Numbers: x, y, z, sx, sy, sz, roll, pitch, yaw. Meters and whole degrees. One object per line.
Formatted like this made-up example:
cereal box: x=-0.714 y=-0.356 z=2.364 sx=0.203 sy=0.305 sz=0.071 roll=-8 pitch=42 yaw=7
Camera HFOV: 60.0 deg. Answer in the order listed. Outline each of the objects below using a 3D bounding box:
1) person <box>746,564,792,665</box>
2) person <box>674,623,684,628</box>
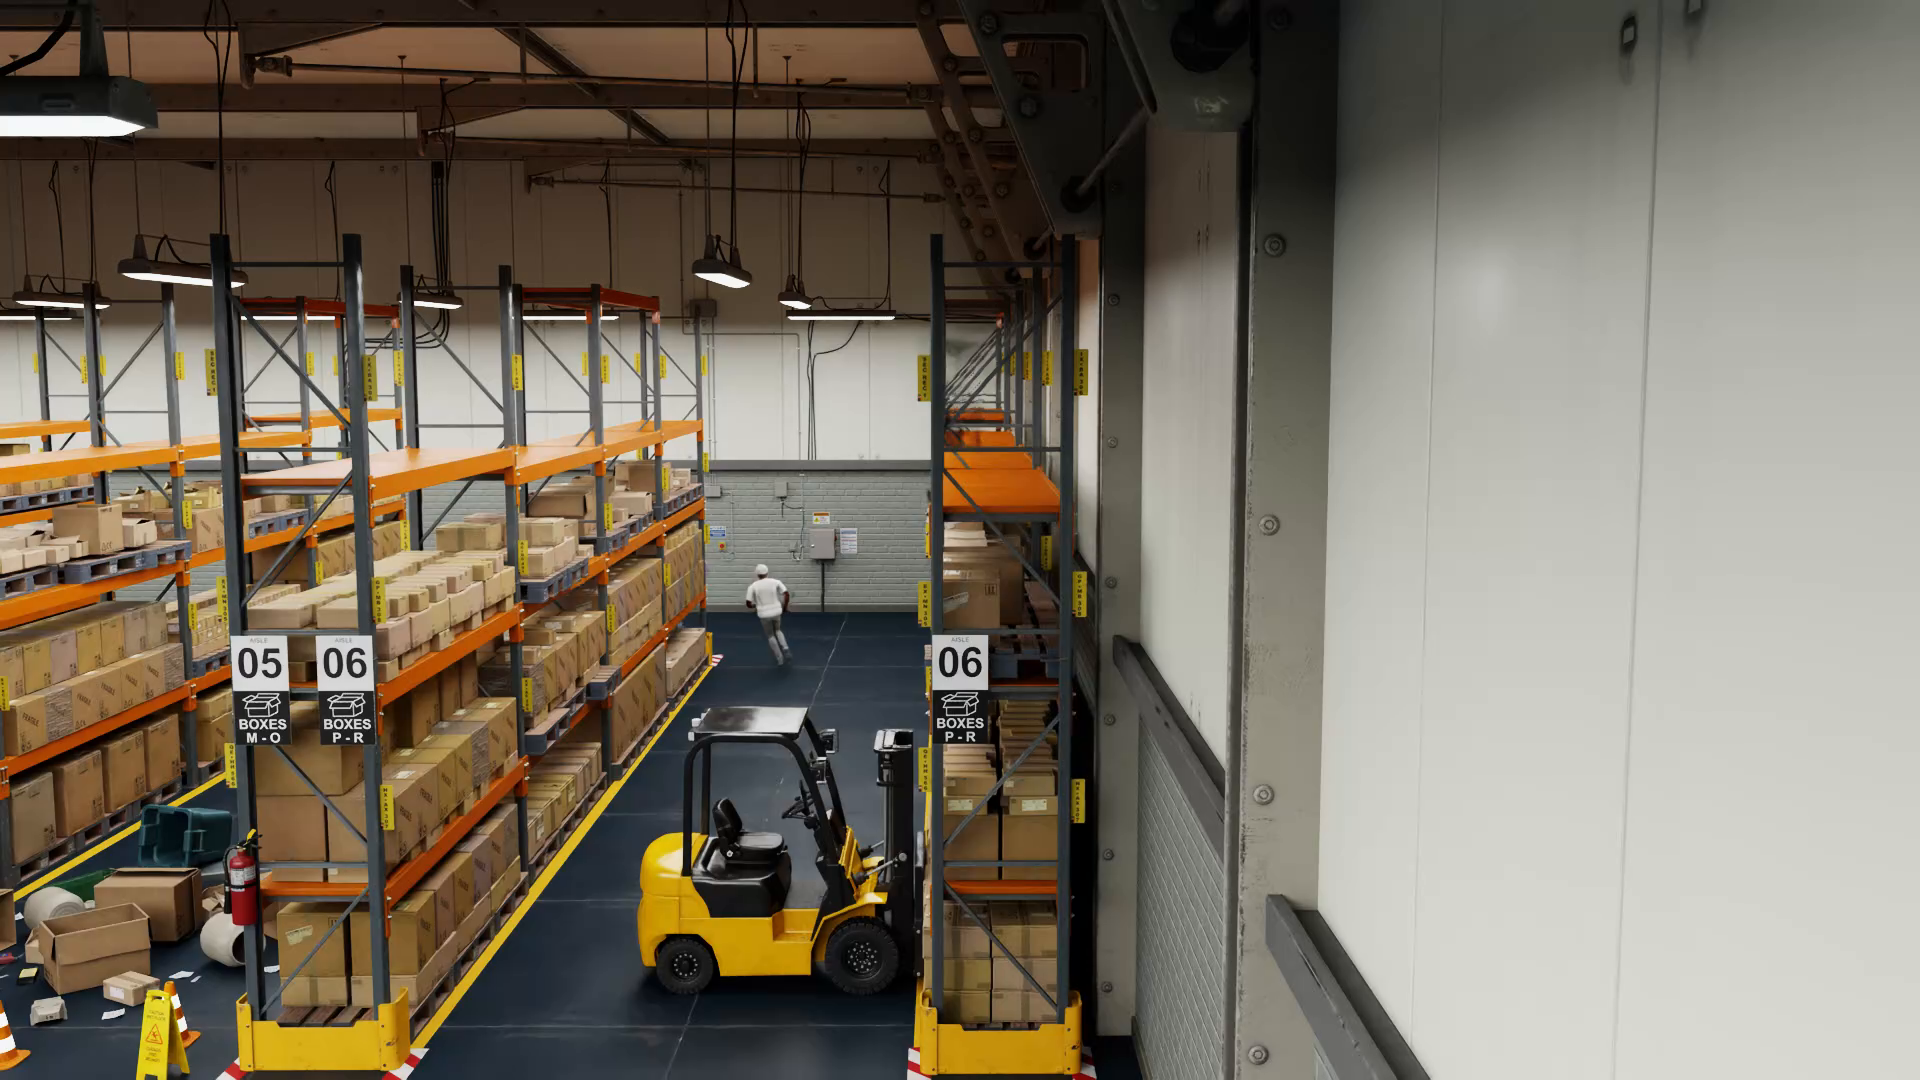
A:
person: x=-3.228 y=1.235 z=27.961 sx=0.750 sy=1.682 sz=0.546 roll=-2 pitch=7 yaw=-19
person: x=-5.416 y=0.975 z=30.002 sx=0.869 sy=1.809 sz=0.670 roll=-2 pitch=7 yaw=-20
